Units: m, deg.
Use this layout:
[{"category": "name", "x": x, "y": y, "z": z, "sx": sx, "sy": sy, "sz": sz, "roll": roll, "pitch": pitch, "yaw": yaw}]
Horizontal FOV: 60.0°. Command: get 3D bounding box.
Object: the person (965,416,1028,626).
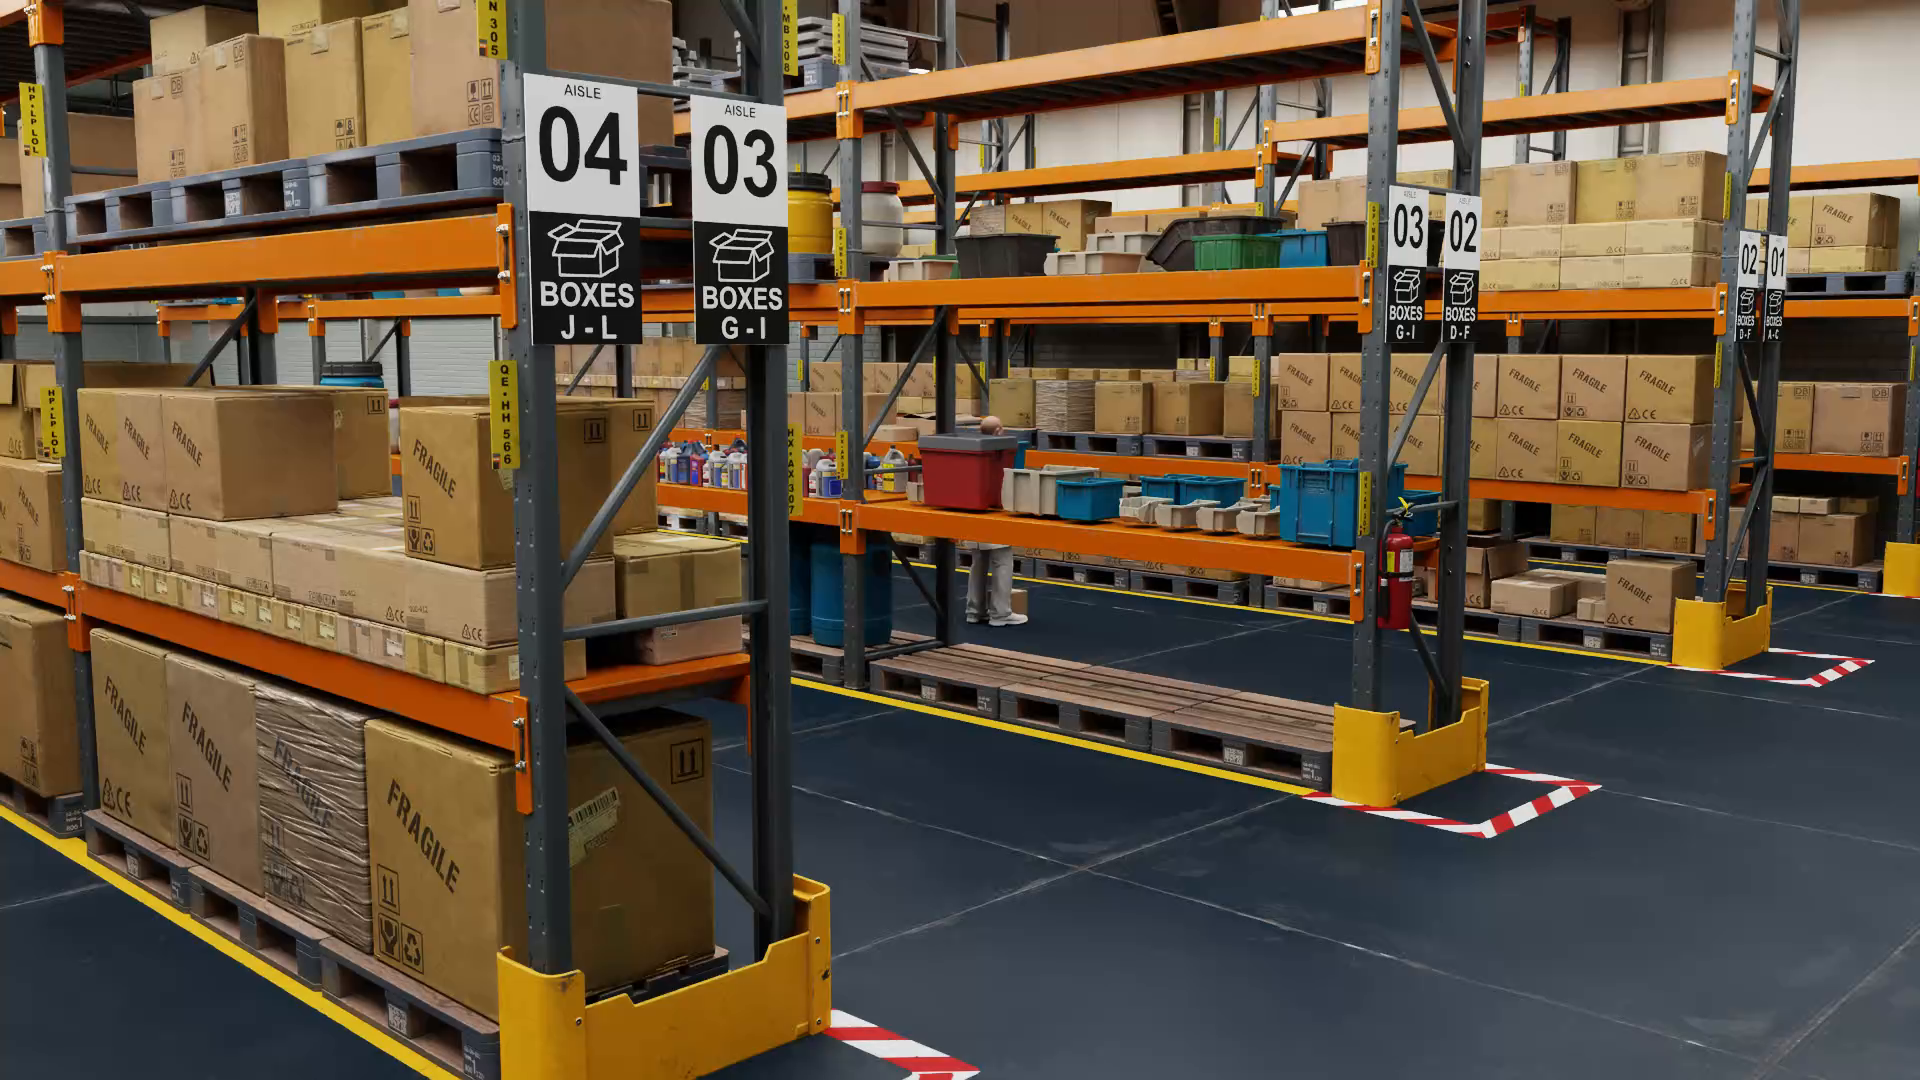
[{"category": "person", "x": 0.252, "y": -0.171, "z": 14.224, "sx": 0.642, "sy": 1.774, "sz": 0.421, "roll": 7, "pitch": 9, "yaw": 43}]
